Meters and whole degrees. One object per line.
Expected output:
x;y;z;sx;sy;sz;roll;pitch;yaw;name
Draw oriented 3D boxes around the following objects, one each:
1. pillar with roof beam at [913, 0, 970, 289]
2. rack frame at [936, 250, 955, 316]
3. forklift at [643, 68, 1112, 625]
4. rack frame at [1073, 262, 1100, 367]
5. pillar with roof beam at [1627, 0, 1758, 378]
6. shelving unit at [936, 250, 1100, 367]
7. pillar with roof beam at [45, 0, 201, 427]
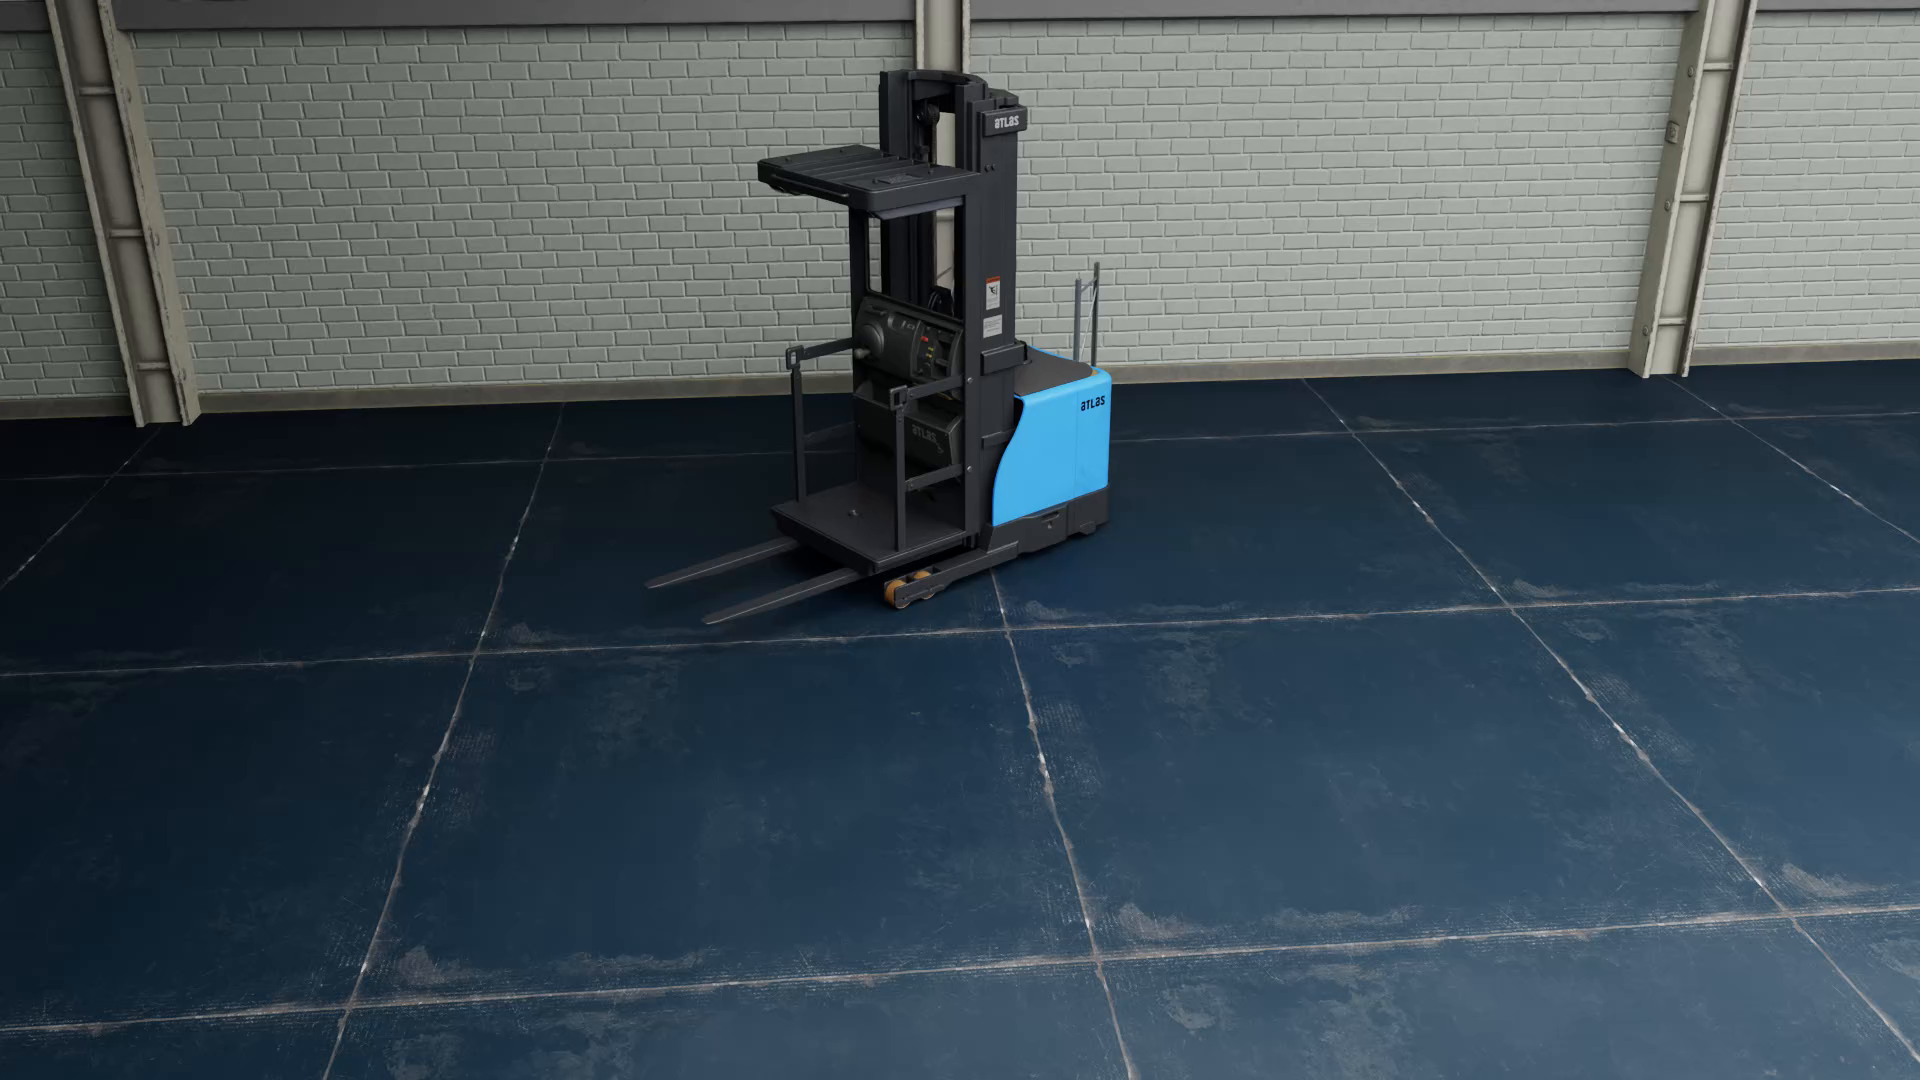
0.286;-3.544;7.644;0.400;9.000;9.100;-2;24;-5;pillar with roof beam
-0.103;-1.252;11.720;0.032;1.500;0.500;8;25;18;rack frame
-0.472;-1.174;9.783;3.031;2.935;1.130;-19;30;-37;forklift
0.854;-1.112;11.405;0.032;1.500;0.500;8;25;18;rack frame
6.257;-3.784;8.183;0.400;9.000;9.100;-2;24;-5;pillar with roof beam
0.376;-1.182;11.562;1.048;1.500;0.538;8;25;18;shelving unit
-5.685;-3.305;7.105;0.400;9.000;9.100;-2;24;-5;pillar with roof beam
